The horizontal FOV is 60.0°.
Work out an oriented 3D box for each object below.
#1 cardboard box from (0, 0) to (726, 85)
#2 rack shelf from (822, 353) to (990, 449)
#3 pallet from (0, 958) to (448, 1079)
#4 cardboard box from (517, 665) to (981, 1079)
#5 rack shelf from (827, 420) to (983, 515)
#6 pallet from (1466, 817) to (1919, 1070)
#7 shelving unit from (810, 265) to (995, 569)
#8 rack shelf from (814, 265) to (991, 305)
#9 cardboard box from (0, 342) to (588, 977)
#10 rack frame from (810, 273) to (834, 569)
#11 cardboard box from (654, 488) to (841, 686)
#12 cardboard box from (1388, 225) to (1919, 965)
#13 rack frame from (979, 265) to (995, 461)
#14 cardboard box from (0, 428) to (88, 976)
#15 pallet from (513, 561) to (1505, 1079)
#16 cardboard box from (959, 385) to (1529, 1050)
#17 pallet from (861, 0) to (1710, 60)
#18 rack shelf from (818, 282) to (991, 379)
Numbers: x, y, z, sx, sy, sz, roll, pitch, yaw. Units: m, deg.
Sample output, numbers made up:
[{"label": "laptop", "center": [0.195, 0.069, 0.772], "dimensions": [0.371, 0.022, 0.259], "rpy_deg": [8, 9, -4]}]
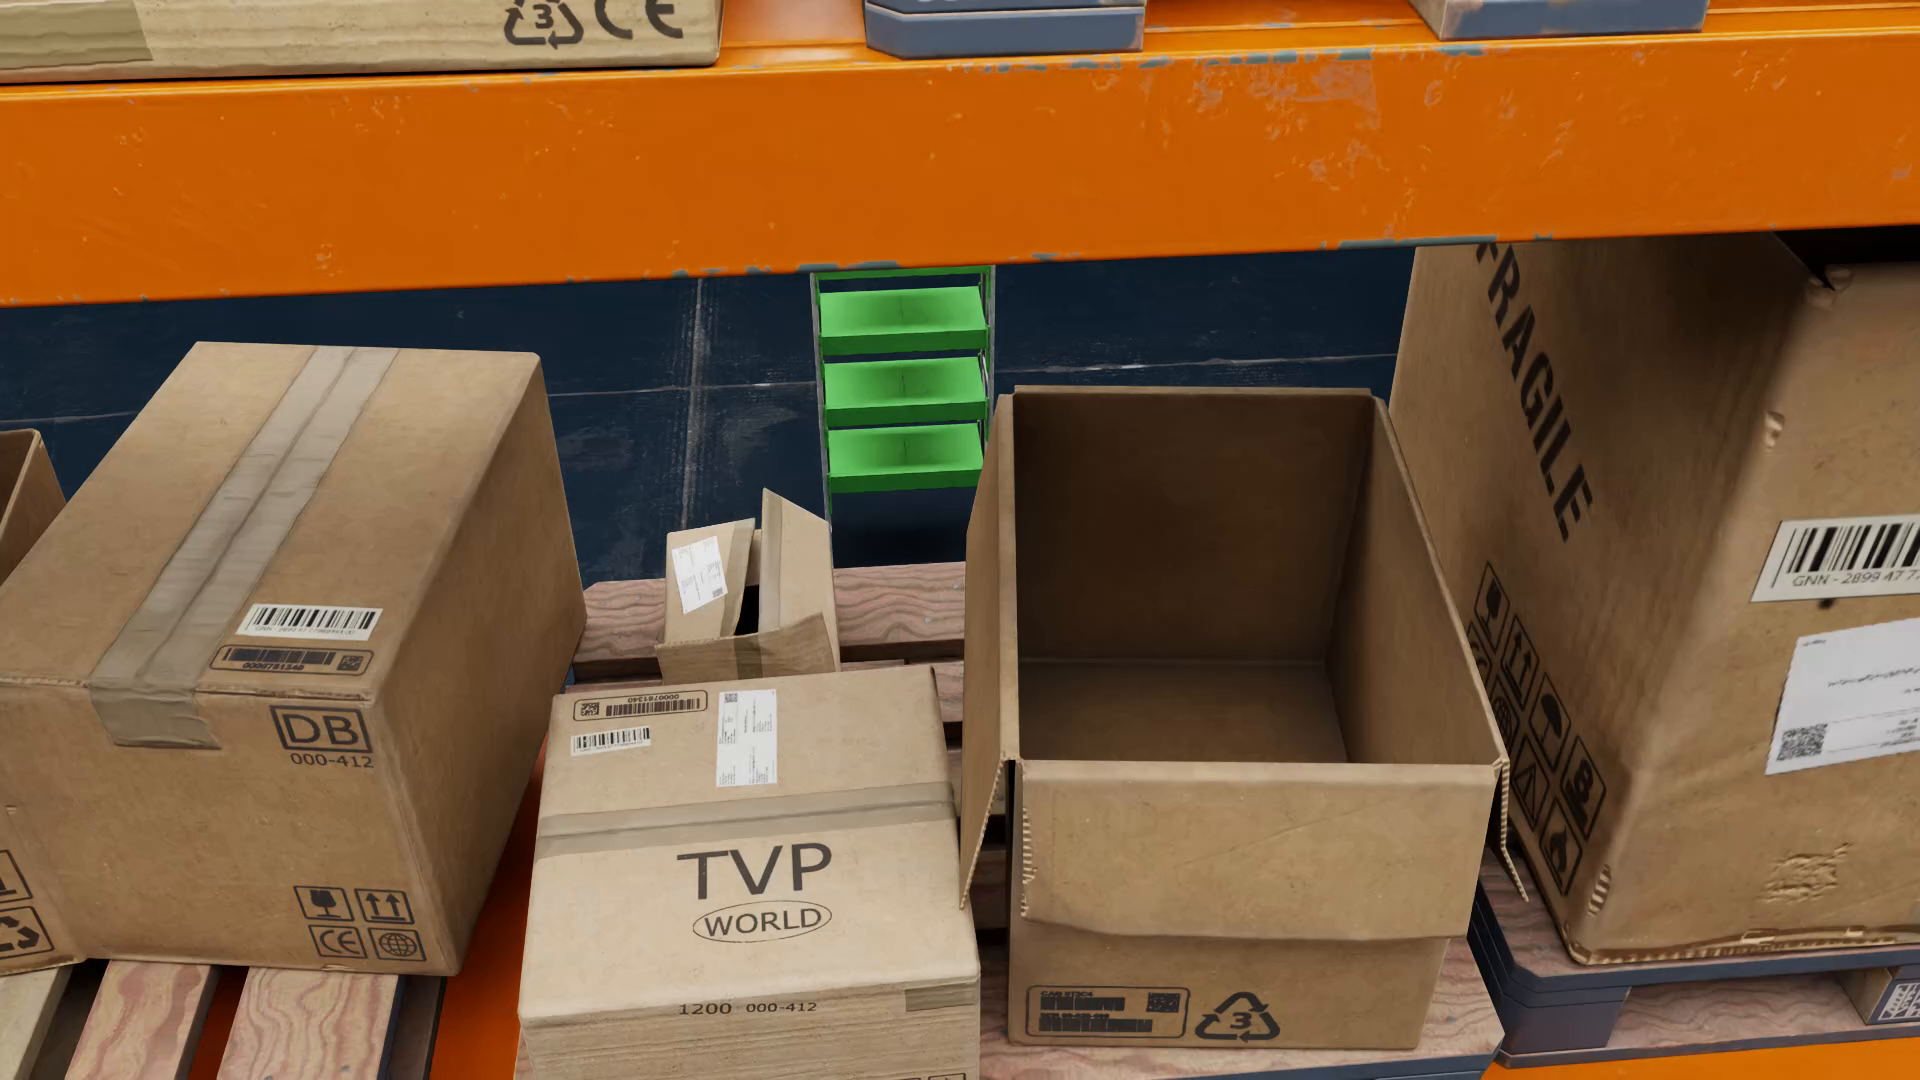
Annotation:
[{"label": "cardboard box", "center": [-0.431, -0.563, 1.242], "dimensions": [0.500, 0.250, 0.500], "rpy_deg": [-2, 38, -3]}, {"label": "rack shelf", "center": [-0.165, -0.412, 4.906], "dimensions": [0.480, 0.148, 0.258], "rpy_deg": [-3, 38, -4]}, {"label": "pallet", "center": [-1.243, 0.457, 2.404], "dimensions": [1.003, 0.211, 1.213], "rpy_deg": [-3, 38, -4]}, {"label": "cardboard box", "center": [-0.254, 0.430, 2.065], "dimensions": [0.500, 0.250, 0.500], "rpy_deg": [-4, 38, -5]}, {"label": "rack shelf", "center": [-0.165, -0.223, 5.055], "dimensions": [0.480, 0.148, 0.258], "rpy_deg": [-3, 38, -4]}, {"label": "pallet", "center": [1.266, 0.294, 2.610], "dimensions": [1.213, 0.211, 1.003], "rpy_deg": [-3, 38, -4]}, {"label": "shelving unit", "center": [-0.165, -0.462, 4.867], "dimensions": [0.503, 1.200, 0.258], "rpy_deg": [-3, 38, -4]}, {"label": "rack shelf", "center": [-0.165, -0.789, 4.609], "dimensions": [0.480, 0.148, 0.258], "rpy_deg": [-3, 38, -4]}, {"label": "cardboard box", "center": [-0.862, 0.136, 2.237], "dimensions": [0.500, 0.500, 0.700], "rpy_deg": [2, 38, 3]}, {"label": "rack frame", "center": [-0.408, -0.449, 4.850], "dimensions": [0.015, 1.200, 0.240], "rpy_deg": [-3, 38, -4]}, {"label": "cardboard box", "center": [-0.307, 0.116, 2.451], "dimensions": [0.258, 0.266, 0.396], "rpy_deg": [-4, 38, -5]}, {"label": "cardboard box", "center": [1.237, -0.176, 2.229], "dimensions": [1.000, 1.000, 1.000], "rpy_deg": [-3, 38, -4]}, {"label": "rack frame", "center": [0.078, -0.475, 4.884], "dimensions": [0.015, 1.200, 0.240], "rpy_deg": [-3, 38, -4]}, {"label": "cardboard box", "center": [-1.410, 0.228, 2.120], "dimensions": [0.500, 0.500, 0.500], "rpy_deg": [-8, 39, -10]}, {"label": "pallet", "center": [0.024, 0.428, 2.441], "dimensions": [1.213, 0.211, 1.003], "rpy_deg": [-3, 38, -4]}, {"label": "cardboard box", "center": [0.322, 0.214, 2.135], "dimensions": [0.637, 0.503, 0.797], "rpy_deg": [1, 38, 1]}, {"label": "pallet", "center": [0.383, -0.810, 1.585], "dimensions": [1.003, 0.211, 1.213], "rpy_deg": [-3, 38, -4]}, {"label": "rack shelf", "center": [-0.165, -0.600, 4.758], "dimensions": [0.480, 0.148, 0.258], "rpy_deg": [-3, 38, -4]}]
